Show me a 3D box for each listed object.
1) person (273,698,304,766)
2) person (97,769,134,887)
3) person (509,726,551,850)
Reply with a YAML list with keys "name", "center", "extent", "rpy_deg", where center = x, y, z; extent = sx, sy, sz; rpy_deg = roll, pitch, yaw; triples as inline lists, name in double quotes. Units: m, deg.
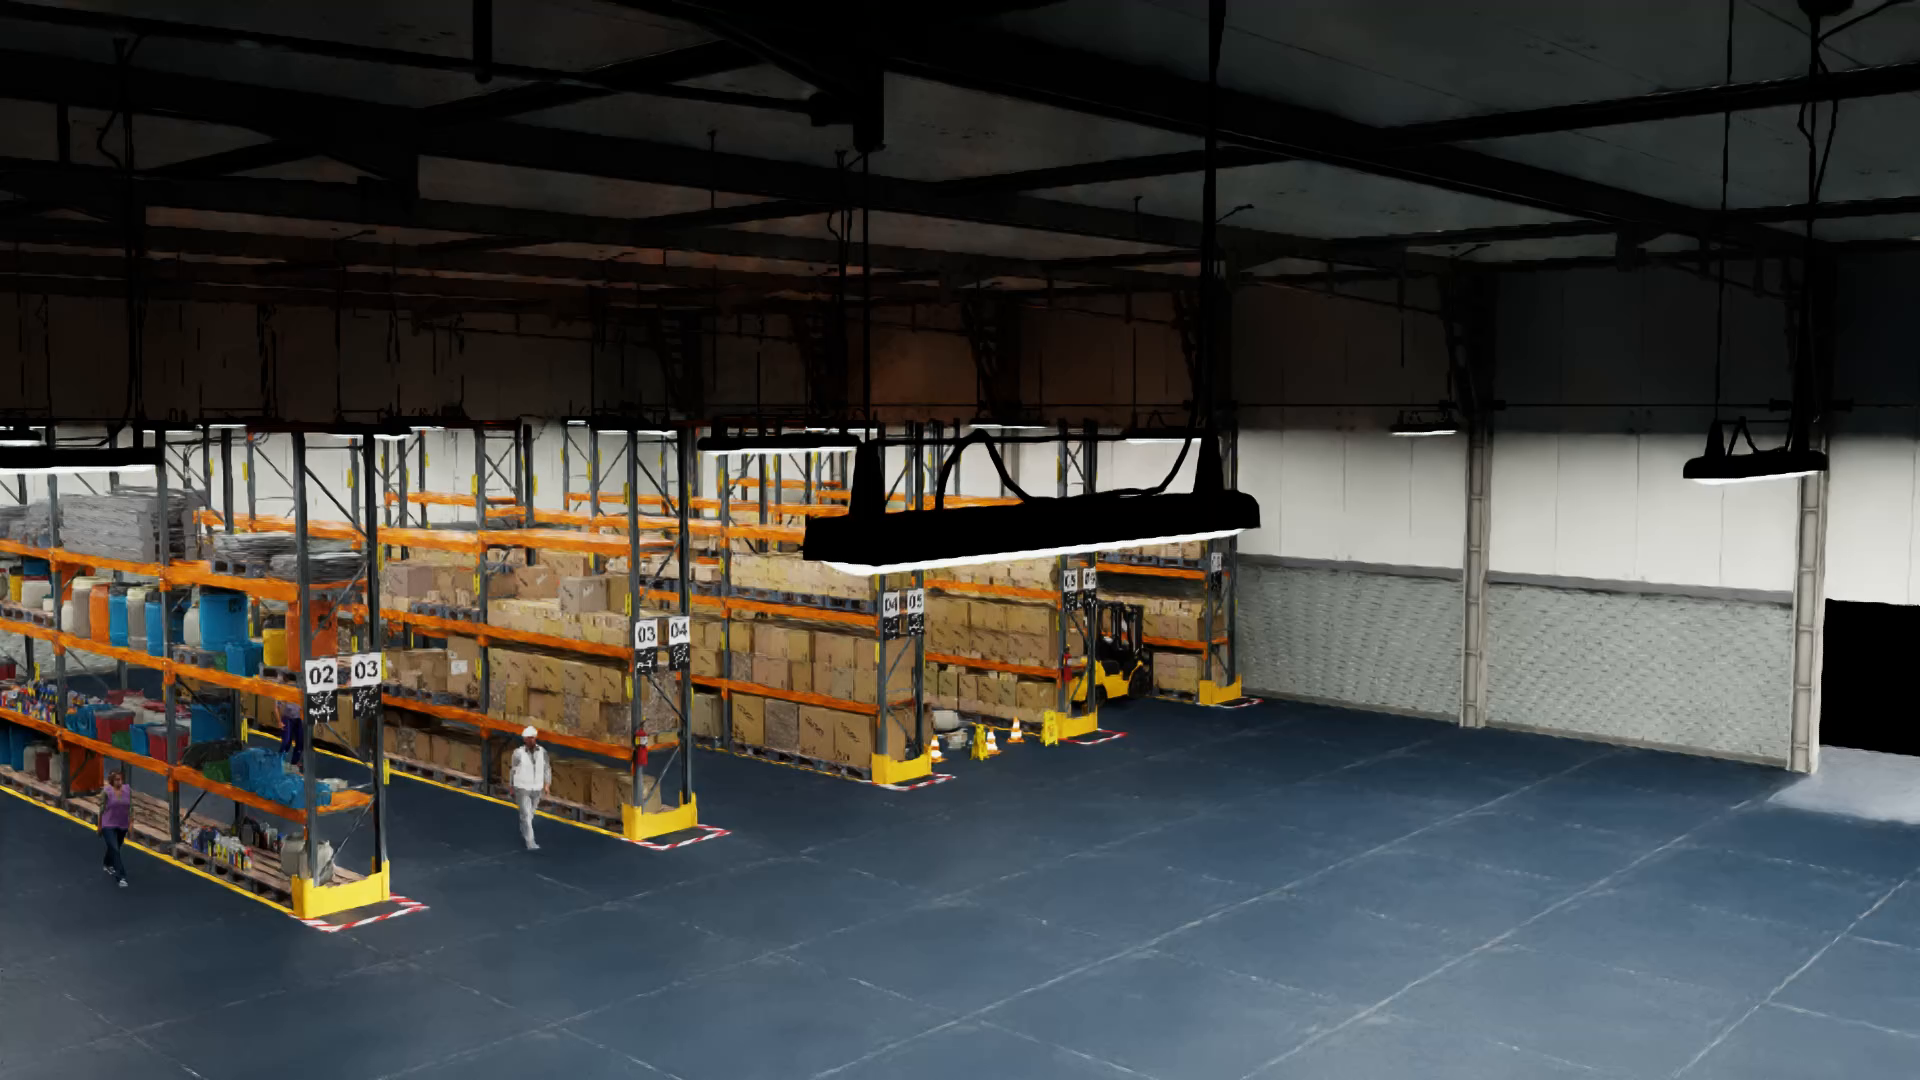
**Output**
- name: "person"
  center: [-11.623, 3.178, 28.947]
  extent: [0.503, 1.596, 0.625]
  rpy_deg: [4, 6, 40]
- name: "person"
  center: [-11.148, 3.760, 22.001]
  extent: [1.042, 1.517, 0.415]
  rpy_deg: [4, 6, 40]
- name: "person"
  center: [-6.150, 3.517, 23.846]
  extent: [0.539, 1.715, 1.031]
  rpy_deg: [-4, 6, -39]
